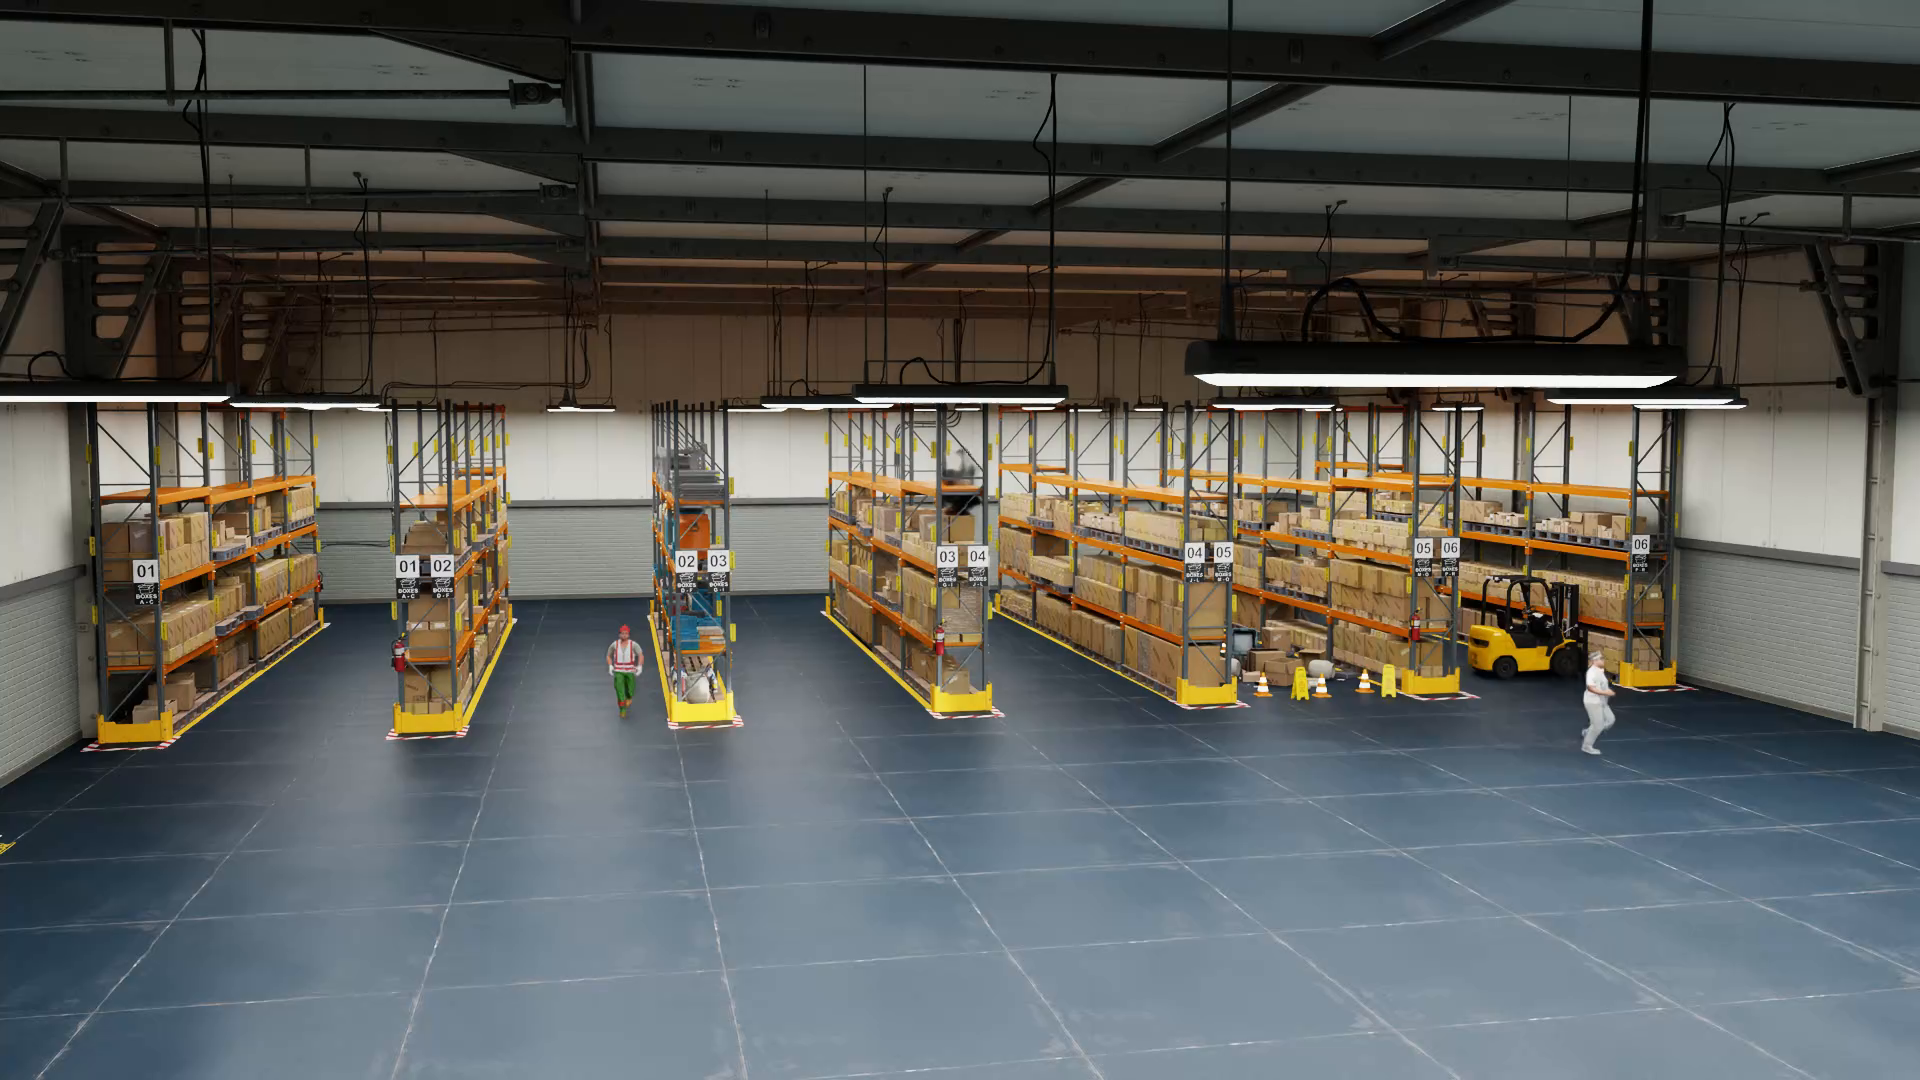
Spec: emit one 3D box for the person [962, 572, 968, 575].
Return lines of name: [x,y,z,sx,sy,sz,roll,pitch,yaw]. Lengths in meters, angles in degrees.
person: [-0.163,1.204,48.801,0.887,1.648,0.628,2,5,23]

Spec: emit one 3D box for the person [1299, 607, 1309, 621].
person: [9.123,1.514,44.200,0.643,1.745,0.901,-1,5,-17]

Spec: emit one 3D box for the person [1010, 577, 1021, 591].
person: [1.659,1.163,49.740,0.864,1.573,0.541,-2,5,-24]

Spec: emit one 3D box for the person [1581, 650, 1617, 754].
person: [10.787,2.731,28.063,0.578,1.754,0.716,3,5,32]

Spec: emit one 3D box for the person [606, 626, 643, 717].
person: [-6.362,2.479,31.547,0.696,1.724,0.642,-1,4,-9]
